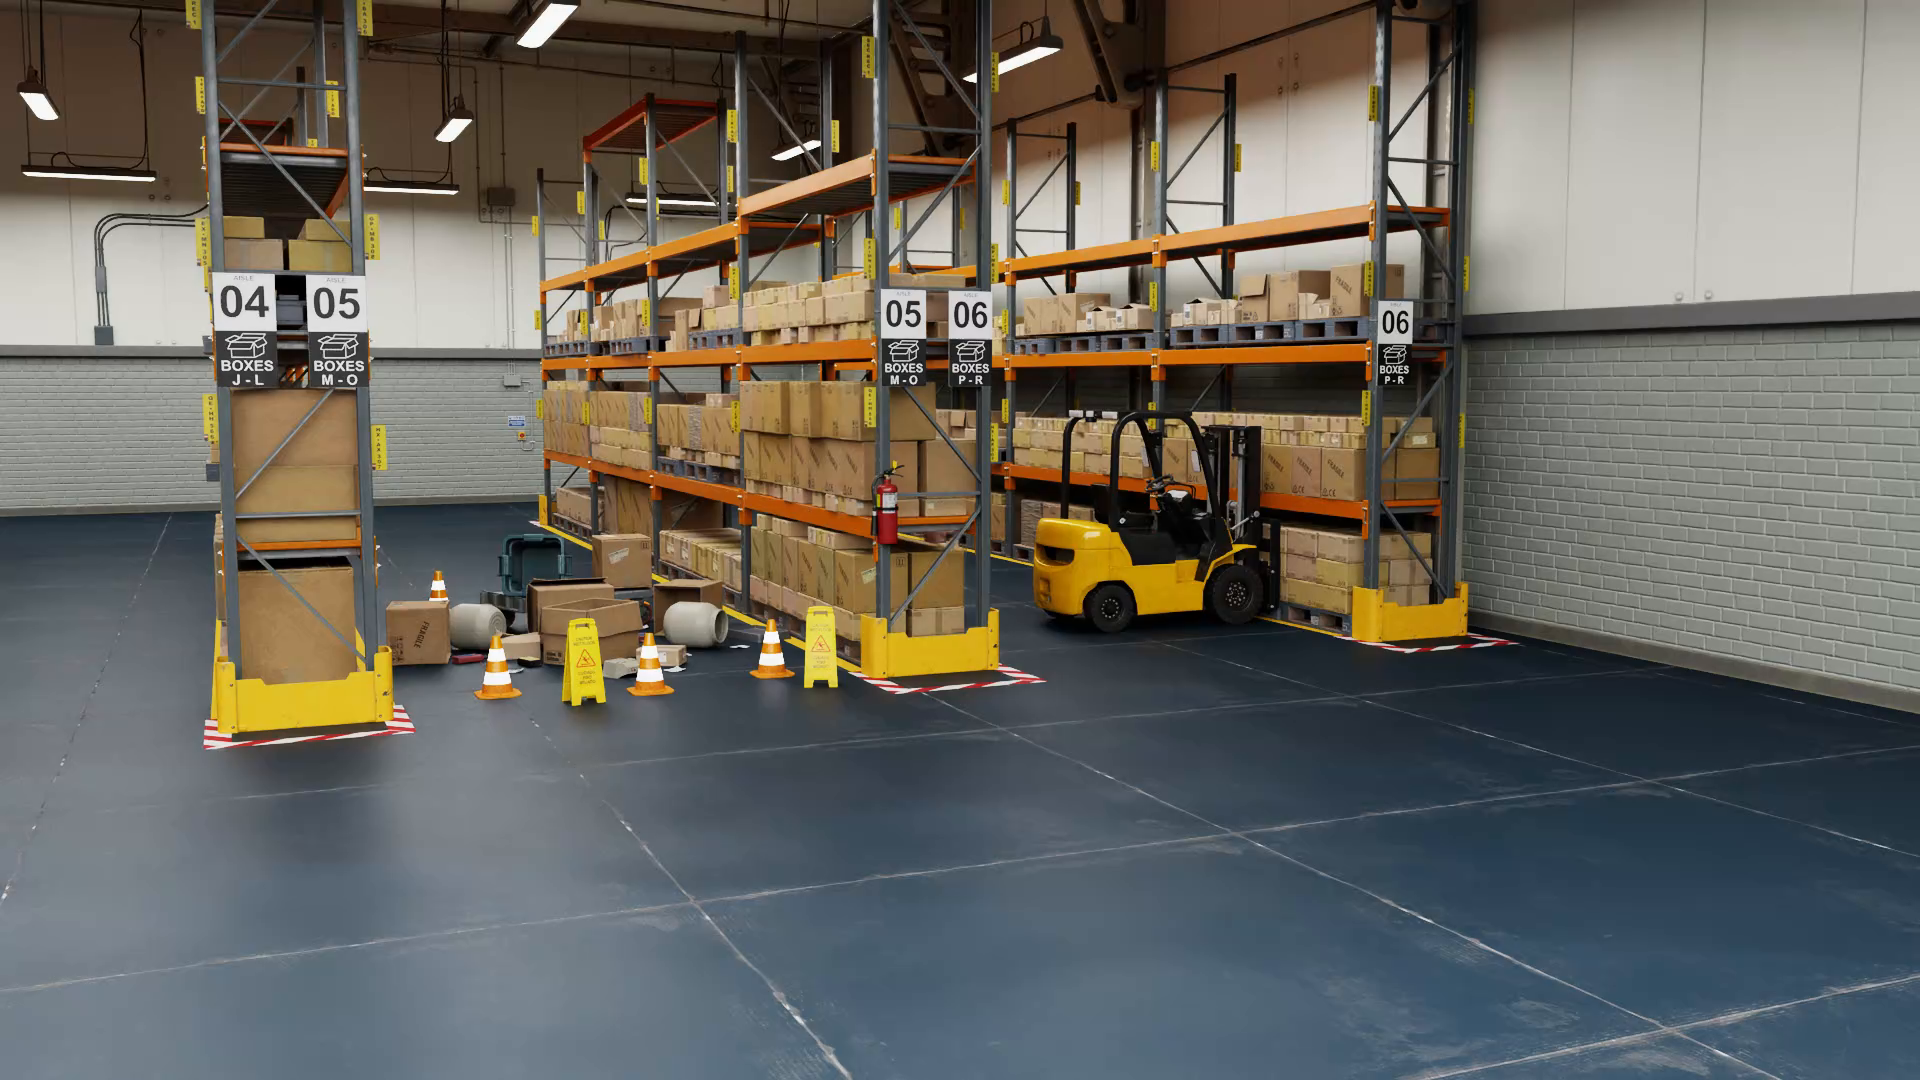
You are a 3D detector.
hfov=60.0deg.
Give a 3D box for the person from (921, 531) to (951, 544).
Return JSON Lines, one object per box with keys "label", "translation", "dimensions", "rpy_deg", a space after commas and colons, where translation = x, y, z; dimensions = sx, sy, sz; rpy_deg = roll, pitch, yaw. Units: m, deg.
{"label": "person", "translation": [-0.245, -0.113, 17.930], "dimensions": [0.432, 1.684, 0.525], "rpy_deg": [-1, 6, -13]}
